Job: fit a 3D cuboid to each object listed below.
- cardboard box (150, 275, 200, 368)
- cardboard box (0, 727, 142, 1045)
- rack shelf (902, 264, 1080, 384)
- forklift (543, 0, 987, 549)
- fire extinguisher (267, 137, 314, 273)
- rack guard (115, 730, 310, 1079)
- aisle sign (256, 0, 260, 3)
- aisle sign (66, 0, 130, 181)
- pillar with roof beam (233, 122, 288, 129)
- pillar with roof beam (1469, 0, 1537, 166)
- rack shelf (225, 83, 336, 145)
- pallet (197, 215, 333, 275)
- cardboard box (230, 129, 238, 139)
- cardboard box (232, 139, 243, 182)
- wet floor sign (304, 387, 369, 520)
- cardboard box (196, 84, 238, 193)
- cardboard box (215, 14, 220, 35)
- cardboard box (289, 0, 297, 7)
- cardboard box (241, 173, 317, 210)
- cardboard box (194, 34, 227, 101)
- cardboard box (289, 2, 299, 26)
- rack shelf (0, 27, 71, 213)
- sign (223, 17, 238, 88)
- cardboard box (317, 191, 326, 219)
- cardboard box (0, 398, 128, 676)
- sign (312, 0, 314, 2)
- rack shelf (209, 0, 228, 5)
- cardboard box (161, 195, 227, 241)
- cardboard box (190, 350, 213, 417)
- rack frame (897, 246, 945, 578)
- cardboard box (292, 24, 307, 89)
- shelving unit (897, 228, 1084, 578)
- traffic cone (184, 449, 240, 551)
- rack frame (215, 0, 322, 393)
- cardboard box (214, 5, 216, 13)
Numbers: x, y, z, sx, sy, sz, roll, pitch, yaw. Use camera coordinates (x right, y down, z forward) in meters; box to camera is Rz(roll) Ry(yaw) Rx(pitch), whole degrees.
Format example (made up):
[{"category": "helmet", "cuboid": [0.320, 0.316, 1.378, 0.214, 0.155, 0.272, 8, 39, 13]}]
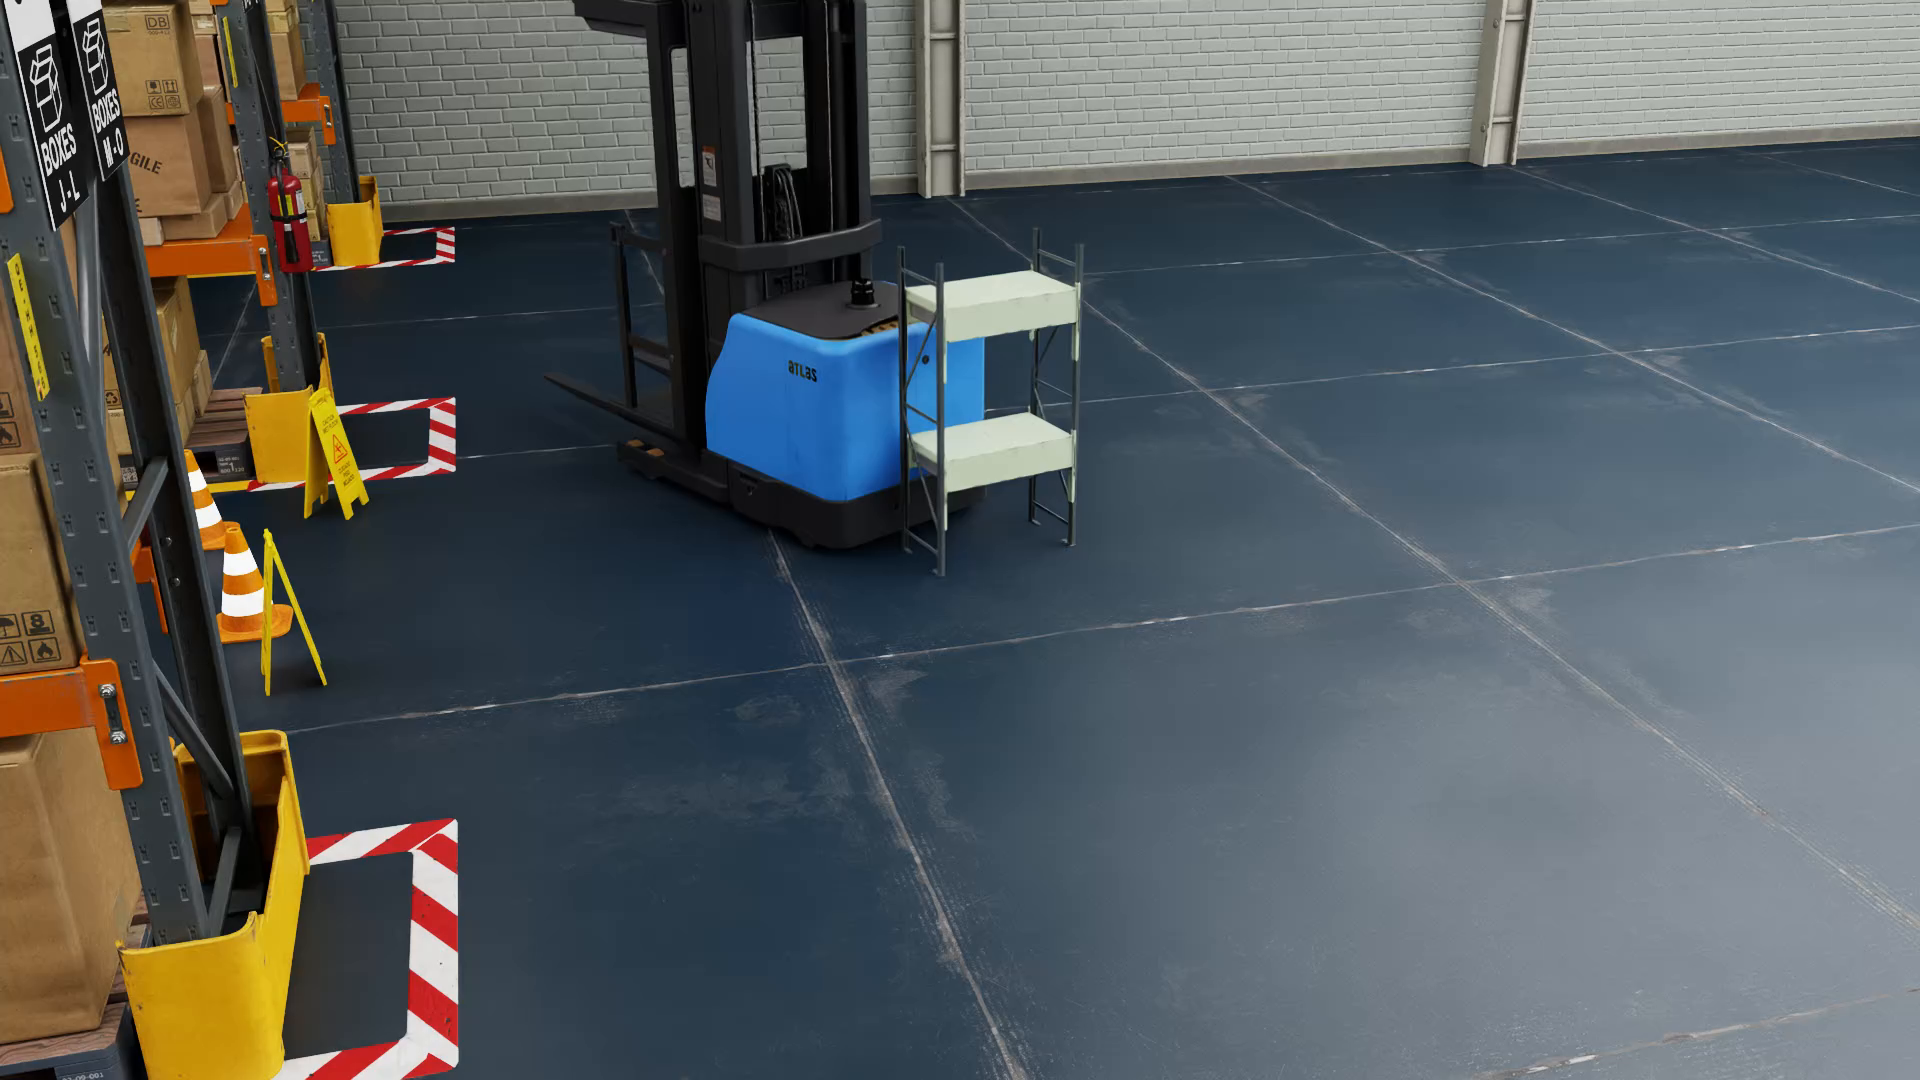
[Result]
[{"category": "cardboard box", "cuboid": [-4.574, -1.212, 9.274, 0.500, 0.500, 0.500, -7, 24, -16]}, {"category": "cardboard box", "cuboid": [-2.901, 0.828, 4.679, 0.875, 0.875, 0.875, -6, 24, -14]}, {"category": "rack shelf", "cuboid": [0.139, -1.011, 7.714, 0.720, 0.370, 0.431, -13, 26, -27]}, {"category": "forklift", "cuboid": [-1.237, -1.797, 8.720, 1.130, 2.935, 3.031, -20, 30, -39]}, {"category": "fire extinguisher", "cuboid": [-3.465, -1.723, 8.560, 0.183, 0.674, 0.296, -6, 24, -14]}, {"category": "rack guard", "cuboid": [-2.243, 1.093, 5.068, 0.348, 0.500, 1.175, -6, 24, -14]}, {"category": "aisle sign", "cuboid": [-3.724, -3.240, 8.701, 0.004, 0.787, 0.394, -6, 24, -14]}, {"category": "aisle sign", "cuboid": [-2.278, -1.369, 4.340, 0.004, 0.787, 0.394, -6, 24, -14]}, {"category": "pillar with roof beam", "cuboid": [-4.795, -5.196, 8.948, 0.400, 9.000, 9.100, -6, 24, -14]}, {"category": "pillar with roof beam", "cuboid": [6.758, -6.474, 11.926, 0.400, 9.000, 9.100, -6, 24, -14]}, {"category": "rack shelf", "cuboid": [-6.970, -3.262, 12.960, 4.000, 0.370, 1.077, -6, 24, -14]}, {"category": "pallet", "cuboid": [-5.770, -2.427, 13.638, 1.213, 0.211, 1.003, -6, 24, -14]}, {"category": "cardboard box", "cuboid": [-6.039, -3.161, 13.498, 0.500, 0.250, 0.500, -6, 24, -14]}, {"category": "cardboard box", "cuboid": [-5.894, -2.970, 13.055, 0.500, 0.250, 0.500, -6, 24, -13]}, {"category": "wet floor sign", "cuboid": [-3.228, -0.454, 8.489, 0.232, 0.644, 0.267, 2, 23, 4]}, {"category": "cardboard box", "cuboid": [-4.231, -2.159, 8.973, 0.500, 0.500, 0.500, -7, 24, -15]}, {"category": "cardboard box", "cuboid": [-5.541, -3.968, 12.744, 0.250, 0.149, 0.380, -6, 24, -14]}, {"category": "cardboard box", "cuboid": [-5.426, -4.332, 13.214, 0.250, 0.149, 0.380, -7, 24, -15]}, {"category": "cardboard box", "cuboid": [-5.429, -2.794, 13.278, 0.500, 0.250, 0.500, -7, 24, -15]}, {"category": "cardboard box", "cuboid": [-5.949, -3.648, 12.820, 0.500, 0.500, 0.500, -6, 24, -13]}, {"category": "cardboard box", "cuboid": [-5.441, -4.212, 13.313, 0.250, 0.149, 0.380, -7, 24, -16]}, {"category": "rack shelf", "cuboid": [-4.191, -0.888, 3.623, 4.000, 0.370, 1.077, -6, 24, -14]}, {"category": "sign", "cuboid": [-3.569, -2.386, 8.137, 0.005, 0.325, 0.100, -6, 24, -14]}, {"category": "cardboard box", "cuboid": [-5.570, -2.757, 13.825, 0.500, 0.250, 0.500, -6, 24, -14]}, {"category": "cardboard box", "cuboid": [-2.611, -0.065, 4.407, 0.550, 0.550, 0.875, -6, 24, -14]}, {"category": "sign", "cuboid": [-4.911, -4.239, 12.556, 0.005, 0.325, 0.100, -6, 24, -14]}, {"category": "rack shelf", "cuboid": [-5.626, -2.756, 7.978, 4.000, 0.370, 1.077, -6, 24, -14]}, {"category": "cardboard box", "cuboid": [-4.002, -1.685, 8.691, 0.250, 0.149, 0.380, -5, 24, -13]}, {"category": "cardboard box", "cuboid": [-4.551, -0.870, 9.428, 0.500, 0.250, 0.500, -7, 24, -15]}, {"category": "rack frame", "cuboid": [-0.179, -0.581, 7.701, 0.023, 1.500, 0.400, -13, 26, -27]}, {"category": "cardboard box", "cuboid": [-5.597, -3.904, 13.418, 0.500, 0.500, 0.500, -6, 24, -13]}, {"category": "shelving unit", "cuboid": [0.139, -0.652, 7.868, 0.755, 1.500, 0.431, -13, 26, -27]}, {"category": "traffic cone", "cuboid": [-3.766, -0.220, 8.176, 0.334, 0.463, 0.336, -6, 24, -14]}, {"category": "rack frame", "cuboid": [-3.700, -1.921, 8.924, 0.127, 3.000, 1.000, -6, 24, -14]}, {"category": "cardboard box", "cuboid": [-5.562, -4.130, 12.745, 0.250, 0.149, 0.380, -6, 24, -14]}]
